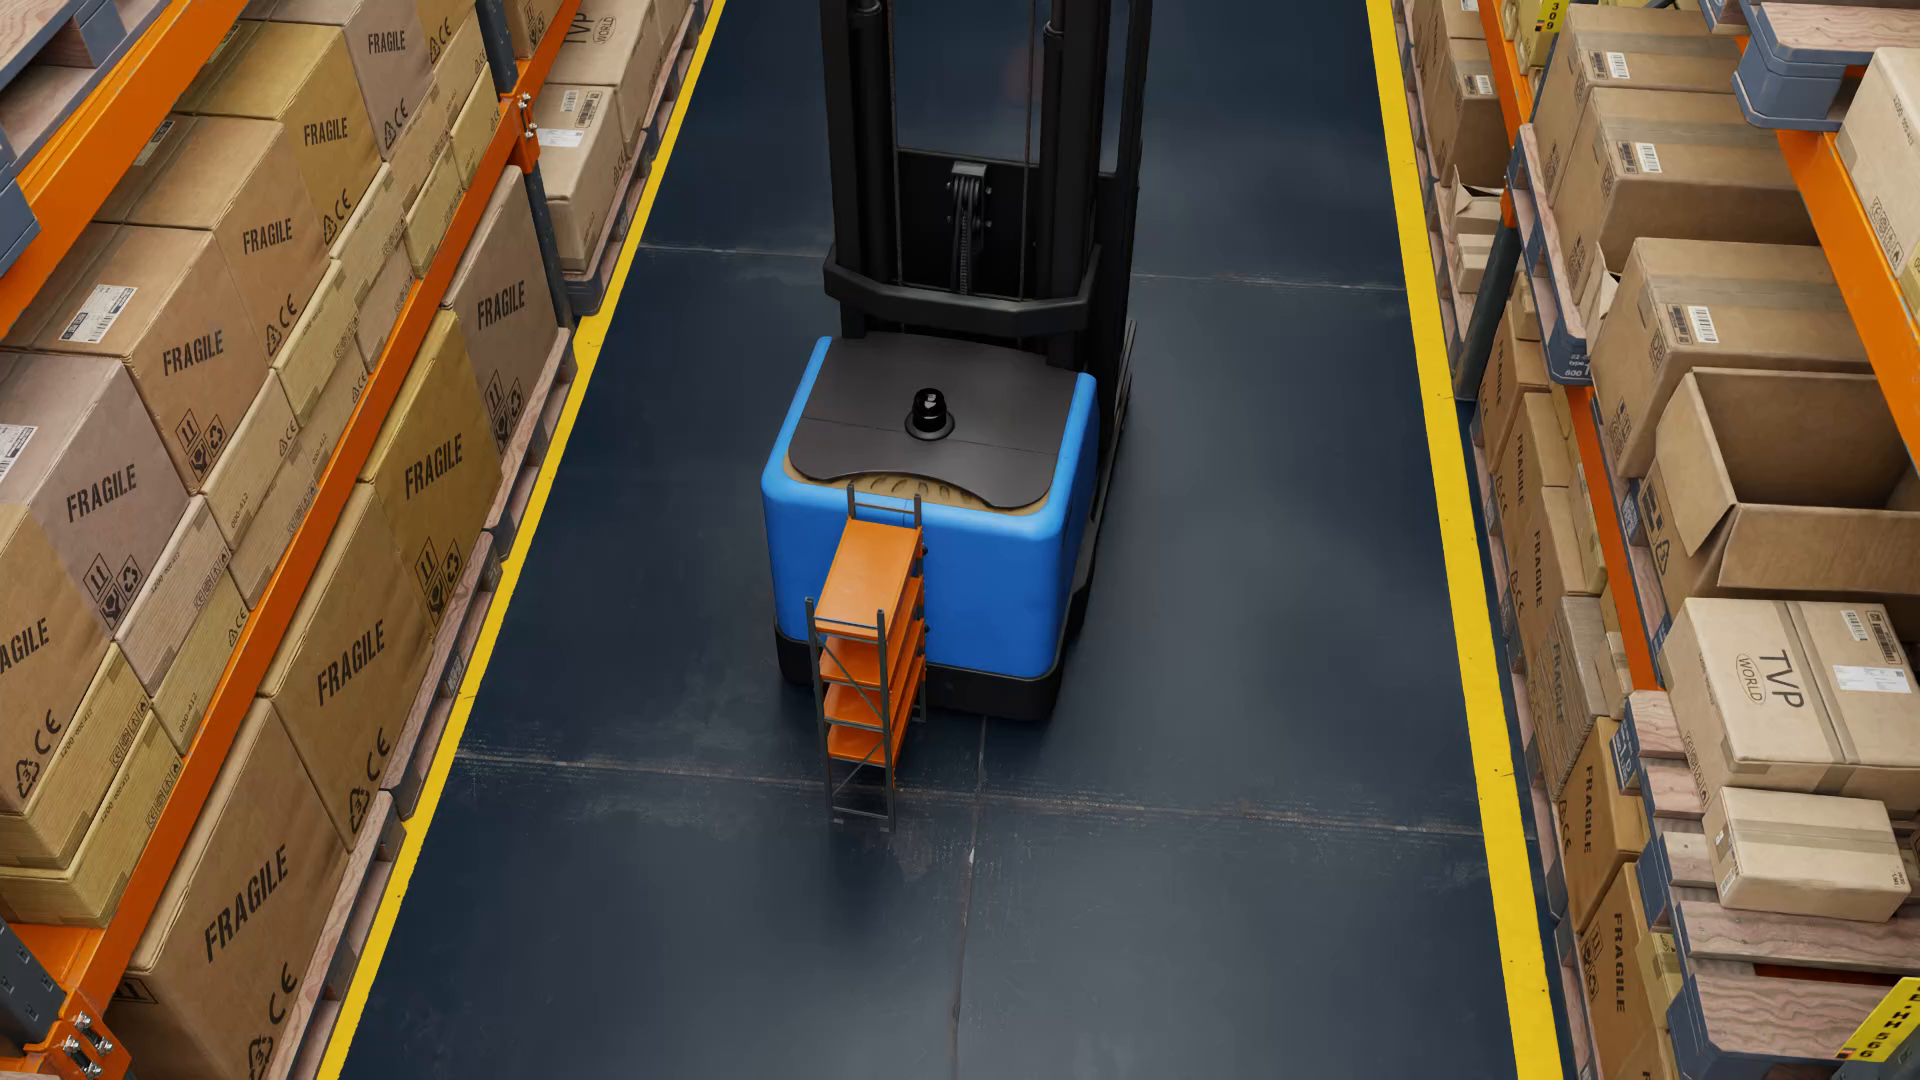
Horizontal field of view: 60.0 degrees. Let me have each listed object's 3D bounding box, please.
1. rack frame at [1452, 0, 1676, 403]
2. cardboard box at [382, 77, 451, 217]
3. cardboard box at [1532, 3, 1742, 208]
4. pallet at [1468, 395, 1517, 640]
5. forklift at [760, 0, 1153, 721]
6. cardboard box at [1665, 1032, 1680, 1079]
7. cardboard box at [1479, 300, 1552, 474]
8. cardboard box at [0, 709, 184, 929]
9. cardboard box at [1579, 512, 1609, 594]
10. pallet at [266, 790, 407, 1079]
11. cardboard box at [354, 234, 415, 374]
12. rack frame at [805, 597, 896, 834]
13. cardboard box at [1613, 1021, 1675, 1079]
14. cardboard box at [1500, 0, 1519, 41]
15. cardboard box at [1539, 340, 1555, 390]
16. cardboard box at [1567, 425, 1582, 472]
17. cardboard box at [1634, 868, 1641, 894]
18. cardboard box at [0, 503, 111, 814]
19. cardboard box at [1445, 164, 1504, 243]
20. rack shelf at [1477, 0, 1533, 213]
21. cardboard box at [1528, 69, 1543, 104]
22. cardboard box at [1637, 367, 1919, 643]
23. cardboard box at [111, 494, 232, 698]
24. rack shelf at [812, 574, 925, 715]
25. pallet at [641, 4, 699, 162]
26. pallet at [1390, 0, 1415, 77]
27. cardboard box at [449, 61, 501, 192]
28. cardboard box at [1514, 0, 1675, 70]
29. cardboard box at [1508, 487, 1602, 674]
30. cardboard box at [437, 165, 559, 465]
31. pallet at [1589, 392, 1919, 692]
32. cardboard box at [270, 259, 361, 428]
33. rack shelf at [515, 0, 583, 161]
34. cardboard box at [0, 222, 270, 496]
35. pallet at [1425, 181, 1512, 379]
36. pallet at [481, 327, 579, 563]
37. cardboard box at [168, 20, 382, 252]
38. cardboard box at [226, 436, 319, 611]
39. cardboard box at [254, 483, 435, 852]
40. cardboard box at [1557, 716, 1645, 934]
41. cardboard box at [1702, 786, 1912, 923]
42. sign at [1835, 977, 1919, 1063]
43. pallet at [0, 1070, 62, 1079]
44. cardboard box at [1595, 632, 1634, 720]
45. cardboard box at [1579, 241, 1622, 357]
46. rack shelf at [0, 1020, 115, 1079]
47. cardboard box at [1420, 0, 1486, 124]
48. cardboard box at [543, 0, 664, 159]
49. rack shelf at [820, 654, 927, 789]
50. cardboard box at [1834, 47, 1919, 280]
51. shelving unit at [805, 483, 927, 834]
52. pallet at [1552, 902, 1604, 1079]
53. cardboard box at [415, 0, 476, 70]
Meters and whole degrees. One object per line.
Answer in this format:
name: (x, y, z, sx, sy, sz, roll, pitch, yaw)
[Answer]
rack frame: (2.677, -1.633, 6.211, 1.000, 3.000, 0.127, 4, 48, 4)
cardboard box: (-2.102, -1.374, 5.737, 0.500, 0.250, 0.500, 5, 48, 4)
cardboard box: (2.410, -1.468, 5.708, 0.700, 0.500, 0.500, 5, 48, 5)
pallet: (2.641, -0.092, 6.691, 1.003, 0.211, 1.213, 4, 48, 4)
forklift: (0.131, -1.440, 6.081, 1.130, 2.935, 3.031, 9, 48, 8)
cardboard box: (2.106, 1.409, 4.398, 0.380, 0.149, 0.250, 2, 48, 2)
cardboard box: (2.409, -0.591, 6.667, 0.500, 0.500, 0.500, 6, 48, 5)
cardboard box: (-2.335, 0.683, 4.194, 0.500, 0.250, 0.500, 3, 48, 3)
cardboard box: (2.323, 0.059, 5.633, 0.380, 0.149, 0.250, 5, 48, 5)
pallet: (-2.484, 1.342, 5.380, 1.003, 0.211, 1.213, 4, 48, 4)
cardboard box: (-2.168, -0.823, 5.572, 0.500, 0.250, 0.500, 3, 48, 2)
rack frame: (-0.344, 0.599, 5.389, 0.240, 1.200, 0.015, 9, 48, 8)
cardboard box: (2.137, 1.683, 4.588, 0.500, 0.500, 0.500, 5, 48, 5)
cardboard box: (2.457, -2.185, 6.886, 0.380, 0.149, 0.250, 5, 48, 5)
cardboard box: (2.431, -0.696, 6.323, 0.380, 0.149, 0.250, 3, 48, 2)
cardboard box: (2.408, -0.304, 5.965, 0.380, 0.149, 0.250, 3, 48, 3)
cardboard box: (2.167, 1.016, 4.758, 0.380, 0.149, 0.250, 2, 48, 2)
cardboard box: (-2.342, 0.258, 3.736, 0.500, 0.500, 0.500, 2, 48, 2)
cardboard box: (2.468, -1.544, 7.697, 0.396, 0.266, 0.258, 5, 48, 5)
rack shelf: (2.860, -2.860, 7.821, 1.077, 0.370, 4.000, 4, 48, 4)
cardboard box: (2.455, -1.800, 6.534, 0.380, 0.149, 0.250, 4, 48, 4)
cardboard box: (2.277, -0.082, 4.438, 0.797, 0.503, 0.637, 3, 48, 3)
cardboard box: (-2.290, 0.121, 4.369, 0.500, 0.250, 0.500, 5, 48, 4)
rack shelf: (-0.293, 0.317, 5.435, 0.258, 0.148, 0.480, 9, 48, 8)
pallet: (-2.010, -2.476, 8.871, 1.003, 0.211, 1.213, 4, 48, 4)
pallet: (2.963, -2.990, 9.342, 1.003, 0.211, 1.213, 4, 48, 4)
cardboard box: (-2.056, -1.567, 6.252, 0.500, 0.250, 0.500, 3, 48, 3)
cardboard box: (2.481, -2.074, 6.514, 0.500, 0.250, 0.500, 5, 48, 5)
cardboard box: (2.321, 0.167, 5.974, 0.500, 0.500, 0.500, 3, 48, 2)
cardboard box: (-2.243, -0.928, 6.721, 0.875, 0.875, 0.875, 5, 48, 5)
pallet: (2.485, -0.059, 4.901, 1.003, 0.211, 1.213, 4, 48, 4)
cardboard box: (-2.173, -0.616, 5.043, 0.500, 0.250, 0.500, 5, 48, 4)
rack shelf: (-2.084, -3.191, 8.123, 1.077, 0.370, 4.000, 4, 48, 4)
cardboard box: (-2.244, -0.486, 4.417, 0.500, 0.500, 0.500, 5, 48, 5)
pallet: (2.741, -1.197, 7.702, 1.003, 0.211, 1.213, 4, 48, 4)
pallet: (-2.261, -0.451, 7.020, 1.003, 0.211, 1.213, 4, 48, 4)
cardboard box: (-2.162, -1.238, 5.105, 0.500, 0.500, 0.500, 5, 48, 5)
cardboard box: (-2.253, -0.081, 4.893, 0.500, 0.250, 0.500, 5, 48, 5)
cardboard box: (-2.399, 0.393, 5.513, 0.875, 0.875, 0.875, 4, 48, 4)
cardboard box: (2.238, 0.931, 5.275, 0.500, 0.500, 0.500, 6, 48, 5)
cardboard box: (1.991, 0.741, 3.925, 0.380, 0.149, 0.250, 5, 48, 4)
sign: (1.771, 0.912, 3.152, 0.100, 0.325, 0.005, 4, 48, 4)
pallet: (-2.589, 1.571, 3.411, 1.213, 0.211, 1.003, 4, 48, 4)
cardboard box: (2.254, 0.437, 5.288, 0.380, 0.149, 0.250, 2, 48, 2)
cardboard box: (2.169, -0.735, 5.196, 0.396, 0.266, 0.258, 6, 48, 5)
rack shelf: (-2.813, 2.687, 2.747, 1.077, 0.370, 4.000, 4, 48, 4)
cardboard box: (2.627, -2.420, 8.340, 0.500, 0.500, 0.500, 5, 48, 4)
cardboard box: (-2.021, -2.353, 8.321, 0.875, 0.438, 0.875, 3, 48, 2)
rack shelf: (-0.293, 0.602, 5.746, 0.258, 0.148, 0.480, 9, 48, 8)
cardboard box: (2.208, -0.786, 3.505, 0.500, 0.250, 0.500, 4, 48, 4)
shelving unit: (-0.293, 0.423, 5.550, 0.258, 1.200, 0.503, 9, 48, 8)
pallet: (2.418, 1.701, 5.051, 1.003, 0.211, 1.213, 4, 48, 4)
cardboard box: (-2.057, -1.990, 5.792, 0.500, 0.500, 0.500, 5, 48, 5)
